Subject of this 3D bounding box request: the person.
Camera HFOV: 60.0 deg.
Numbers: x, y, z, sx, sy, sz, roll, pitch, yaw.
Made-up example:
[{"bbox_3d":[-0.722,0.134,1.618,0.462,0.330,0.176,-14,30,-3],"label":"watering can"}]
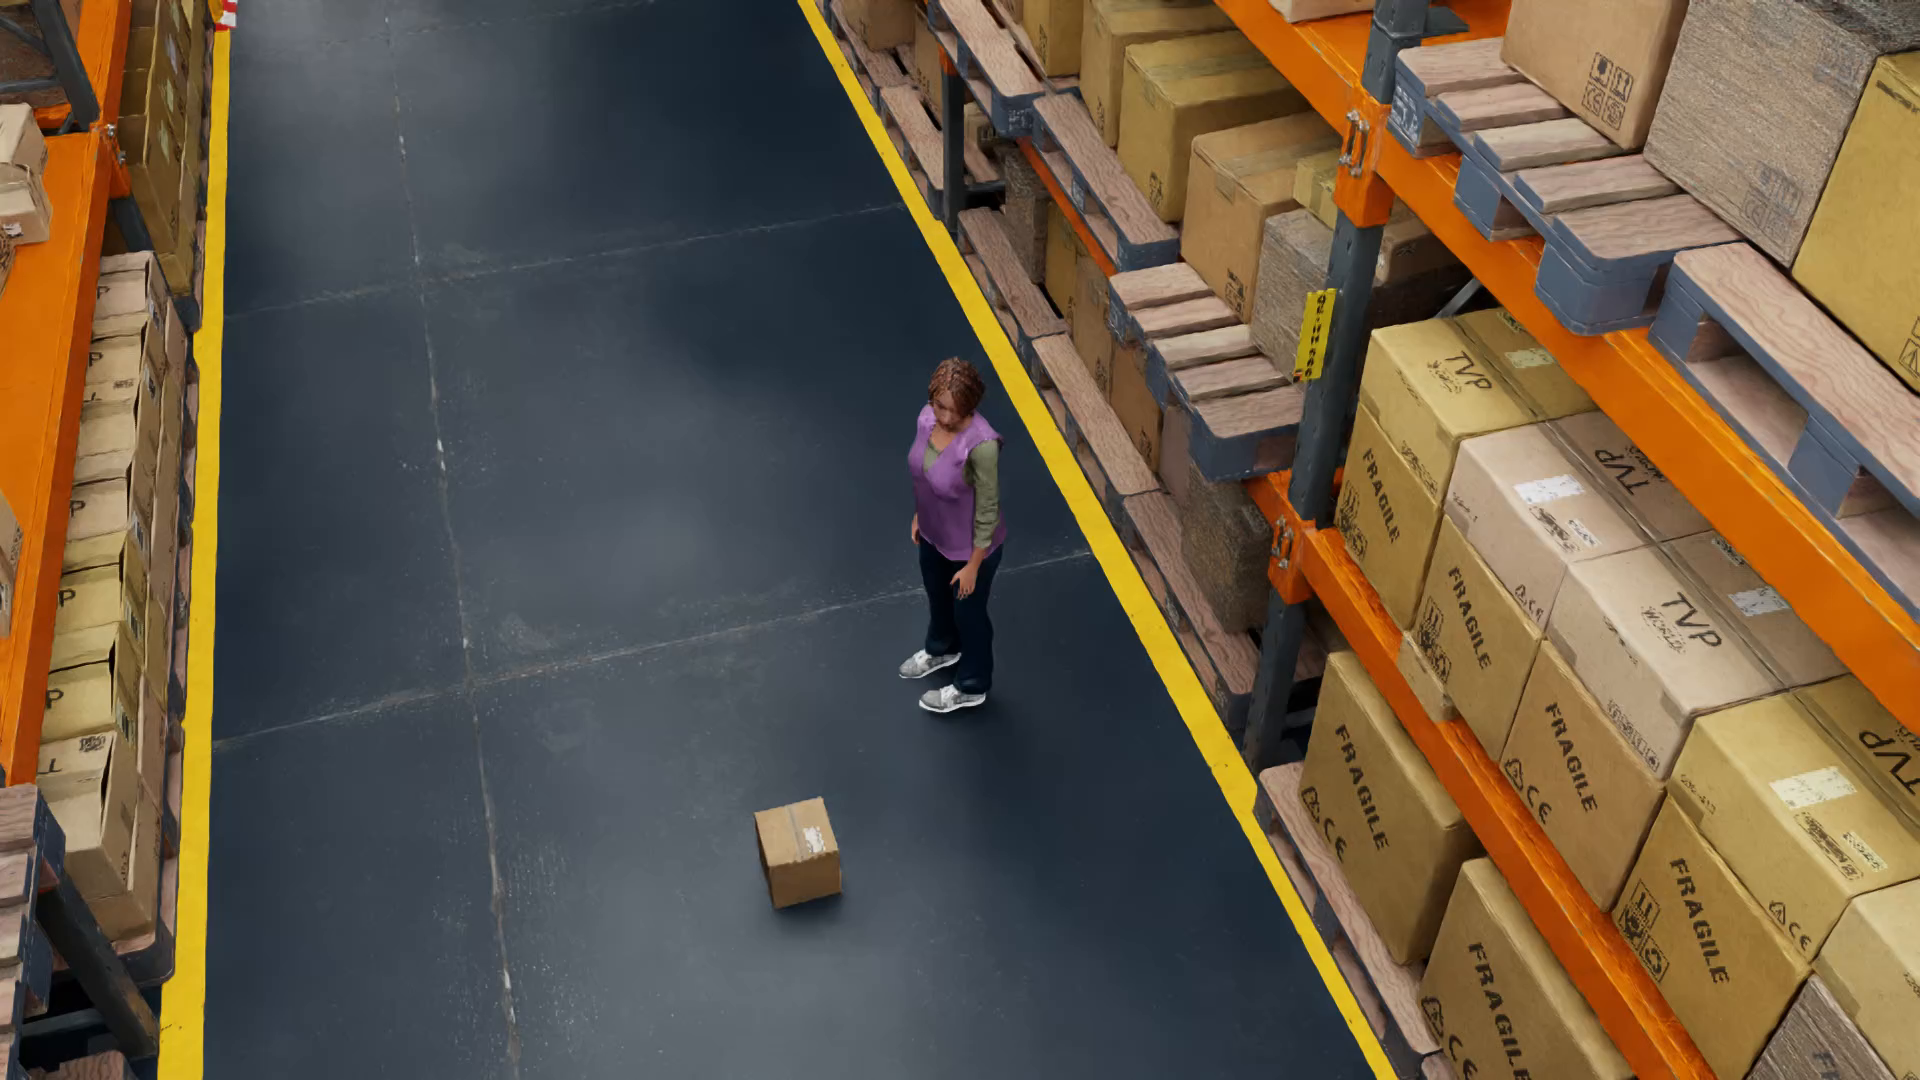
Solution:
[{"bbox_3d":[-0.028,0.010,6.160,0.368,1.616,0.453,-27,49,-26],"label":"person"}]
